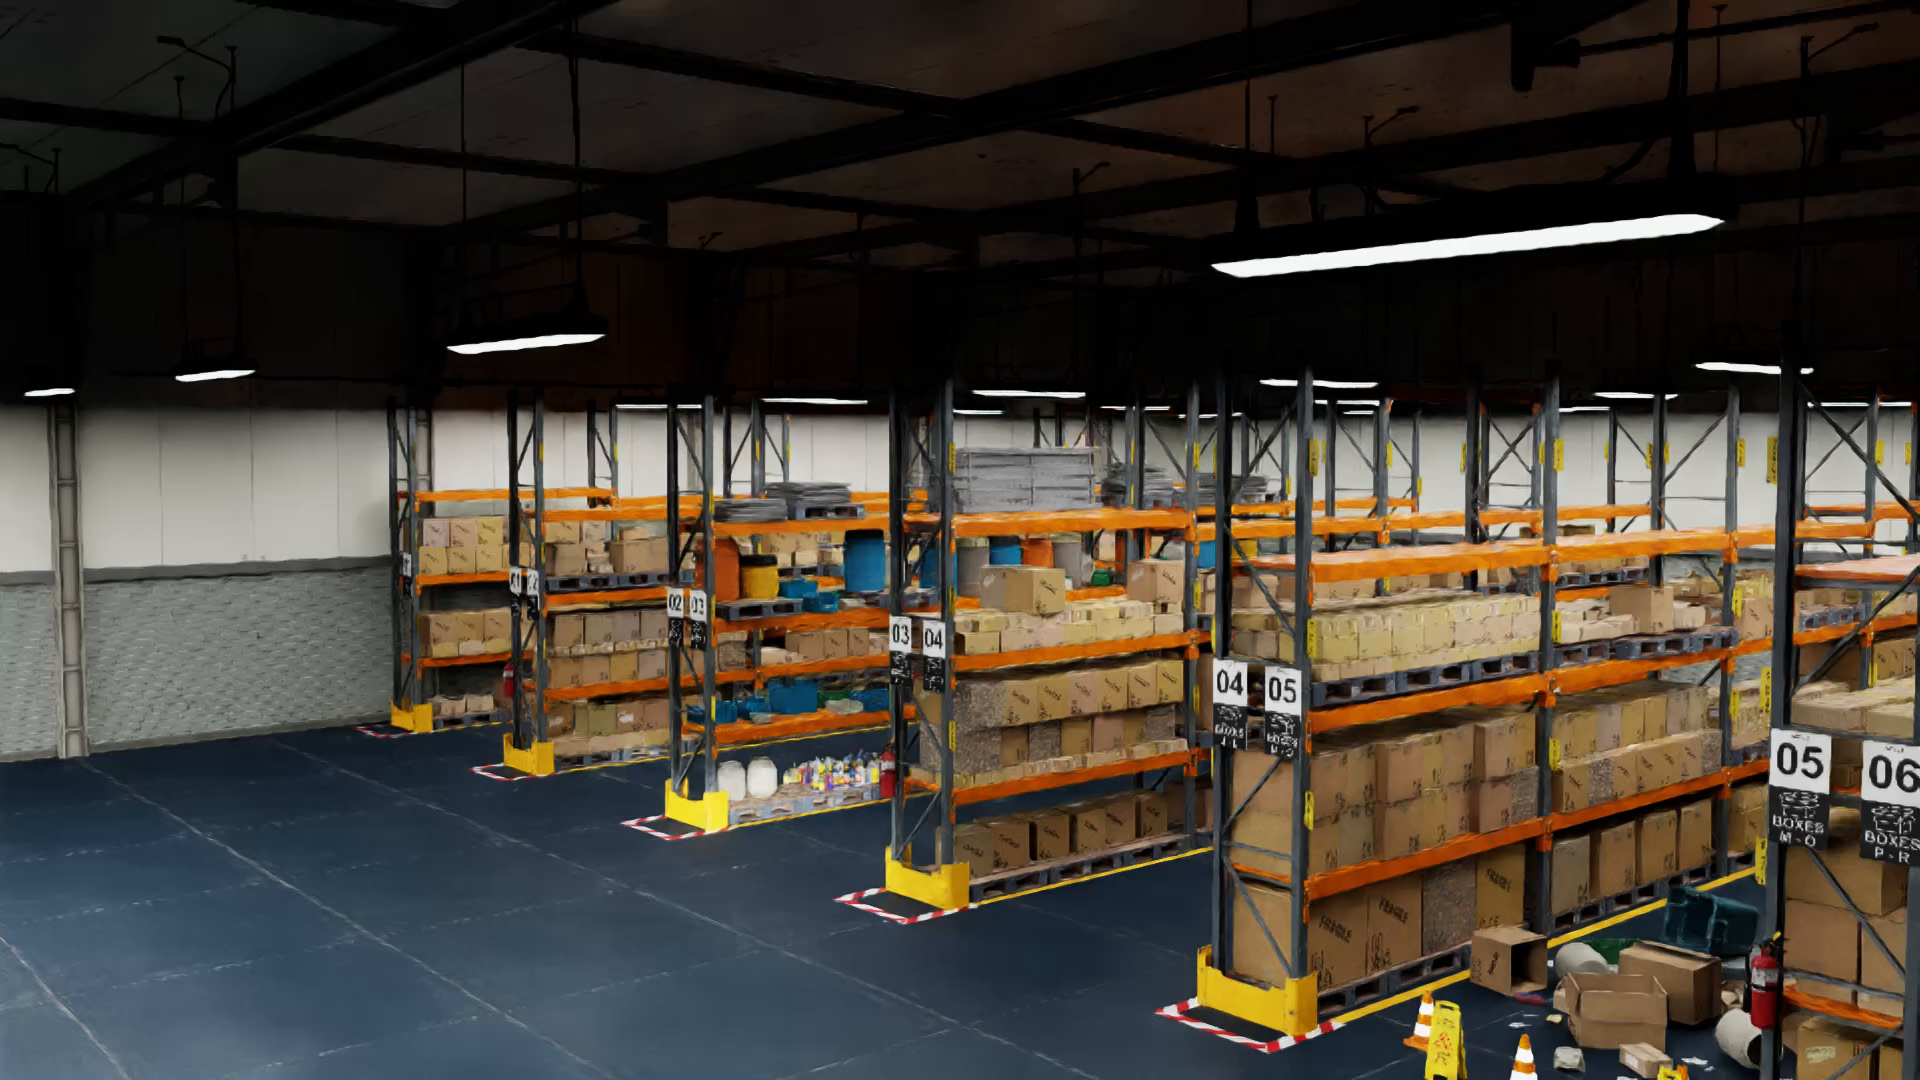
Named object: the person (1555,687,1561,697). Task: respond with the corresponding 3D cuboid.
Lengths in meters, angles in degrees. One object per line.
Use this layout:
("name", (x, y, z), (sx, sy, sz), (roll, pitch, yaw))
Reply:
("person", (8.546, 2.916, 23.838), (1.043, 1.716, 0.589), (-3, 4, -41))
